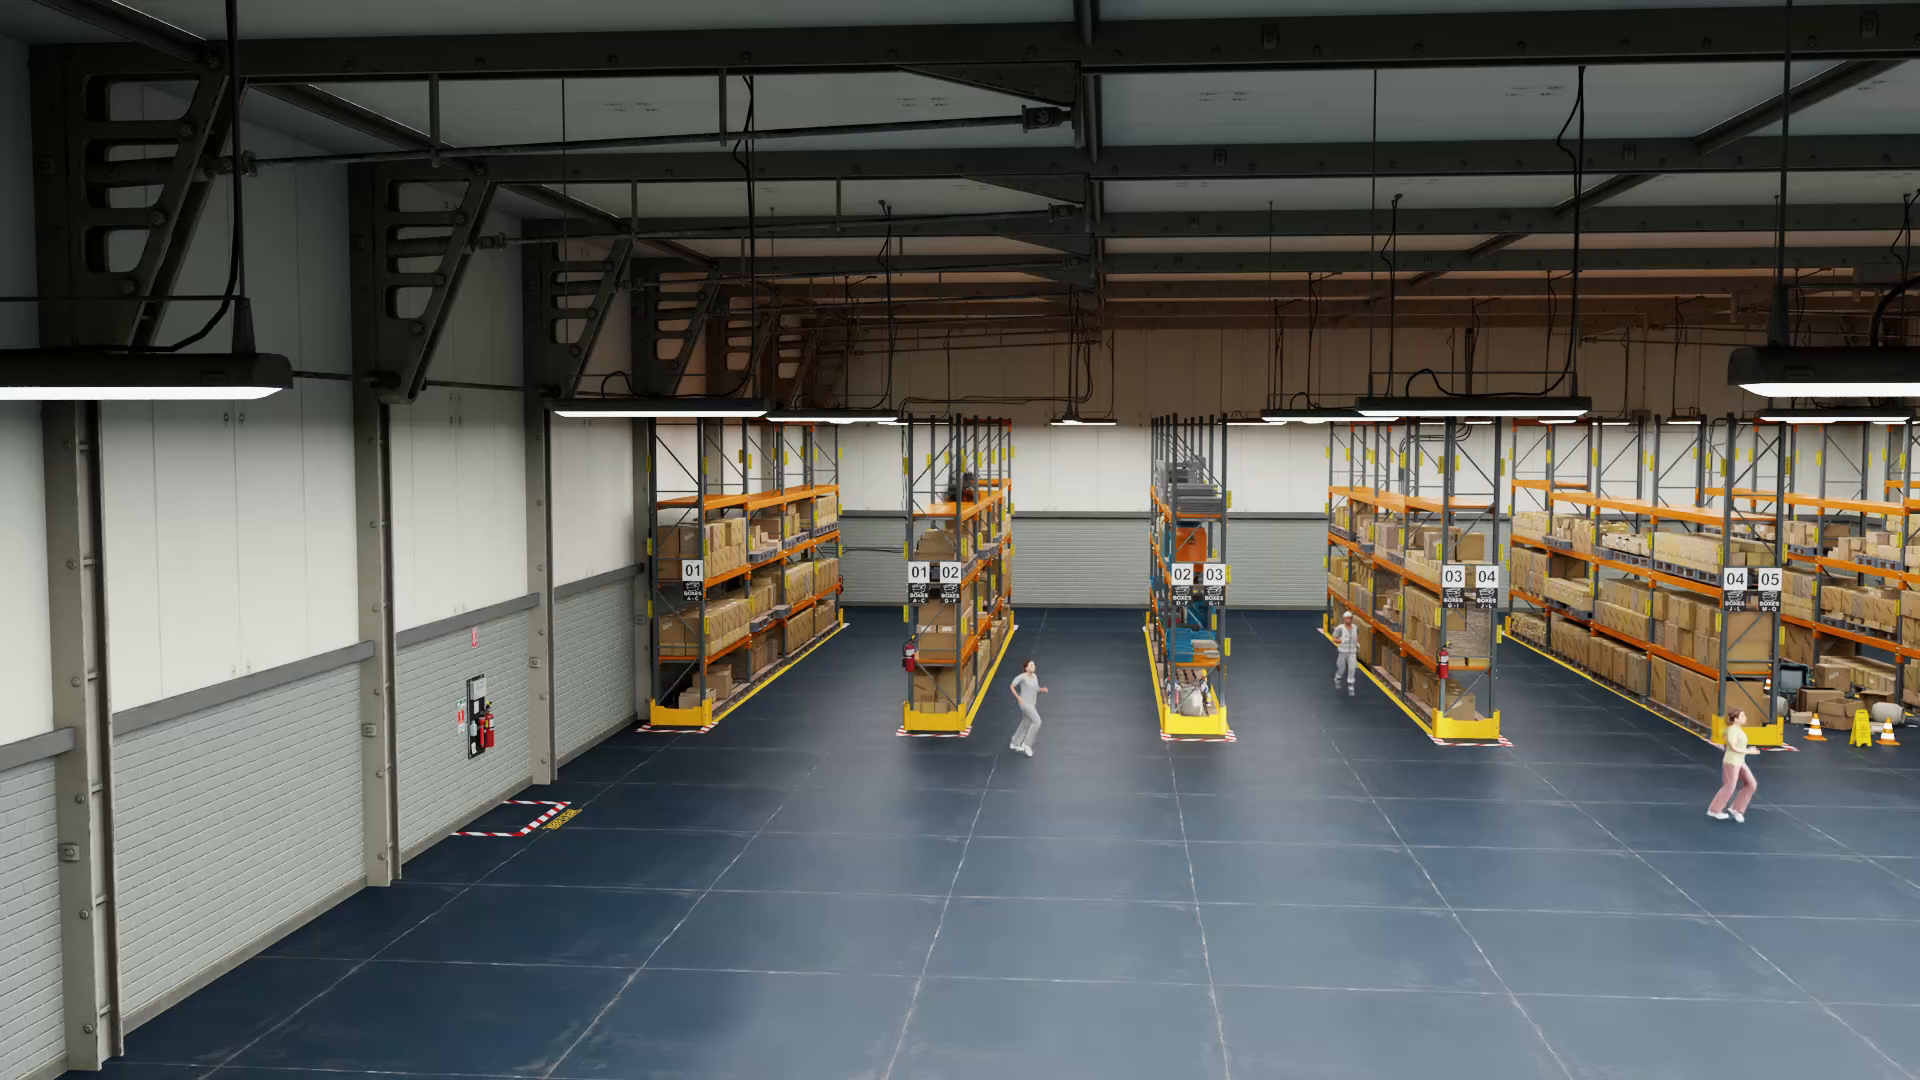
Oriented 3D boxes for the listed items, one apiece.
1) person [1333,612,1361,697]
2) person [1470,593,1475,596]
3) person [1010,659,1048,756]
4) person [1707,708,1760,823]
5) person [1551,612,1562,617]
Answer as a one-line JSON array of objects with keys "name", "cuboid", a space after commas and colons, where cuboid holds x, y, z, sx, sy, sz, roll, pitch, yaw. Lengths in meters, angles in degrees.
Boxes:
[{"name": "person", "cuboid": [8.254, 2.406, 35.508, 0.664, 1.772, 0.999, 0, 4, -5]}, {"name": "person", "cuboid": [14.007, 1.864, 46.316, 0.667, 1.497, 0.670, 2, 4, 31]}, {"name": "person", "cuboid": [1.208, 2.935, 29.244, 0.707, 1.702, 0.537, 2, 4, 31]}, {"name": "person", "cuboid": [11.228, 3.280, 24.101, 0.688, 1.714, 0.588, 3, 5, 36]}, {"name": "person", "cuboid": [16.781, 1.734, 47.211, 0.688, 1.665, 0.643, 0, 4, -1]}]
